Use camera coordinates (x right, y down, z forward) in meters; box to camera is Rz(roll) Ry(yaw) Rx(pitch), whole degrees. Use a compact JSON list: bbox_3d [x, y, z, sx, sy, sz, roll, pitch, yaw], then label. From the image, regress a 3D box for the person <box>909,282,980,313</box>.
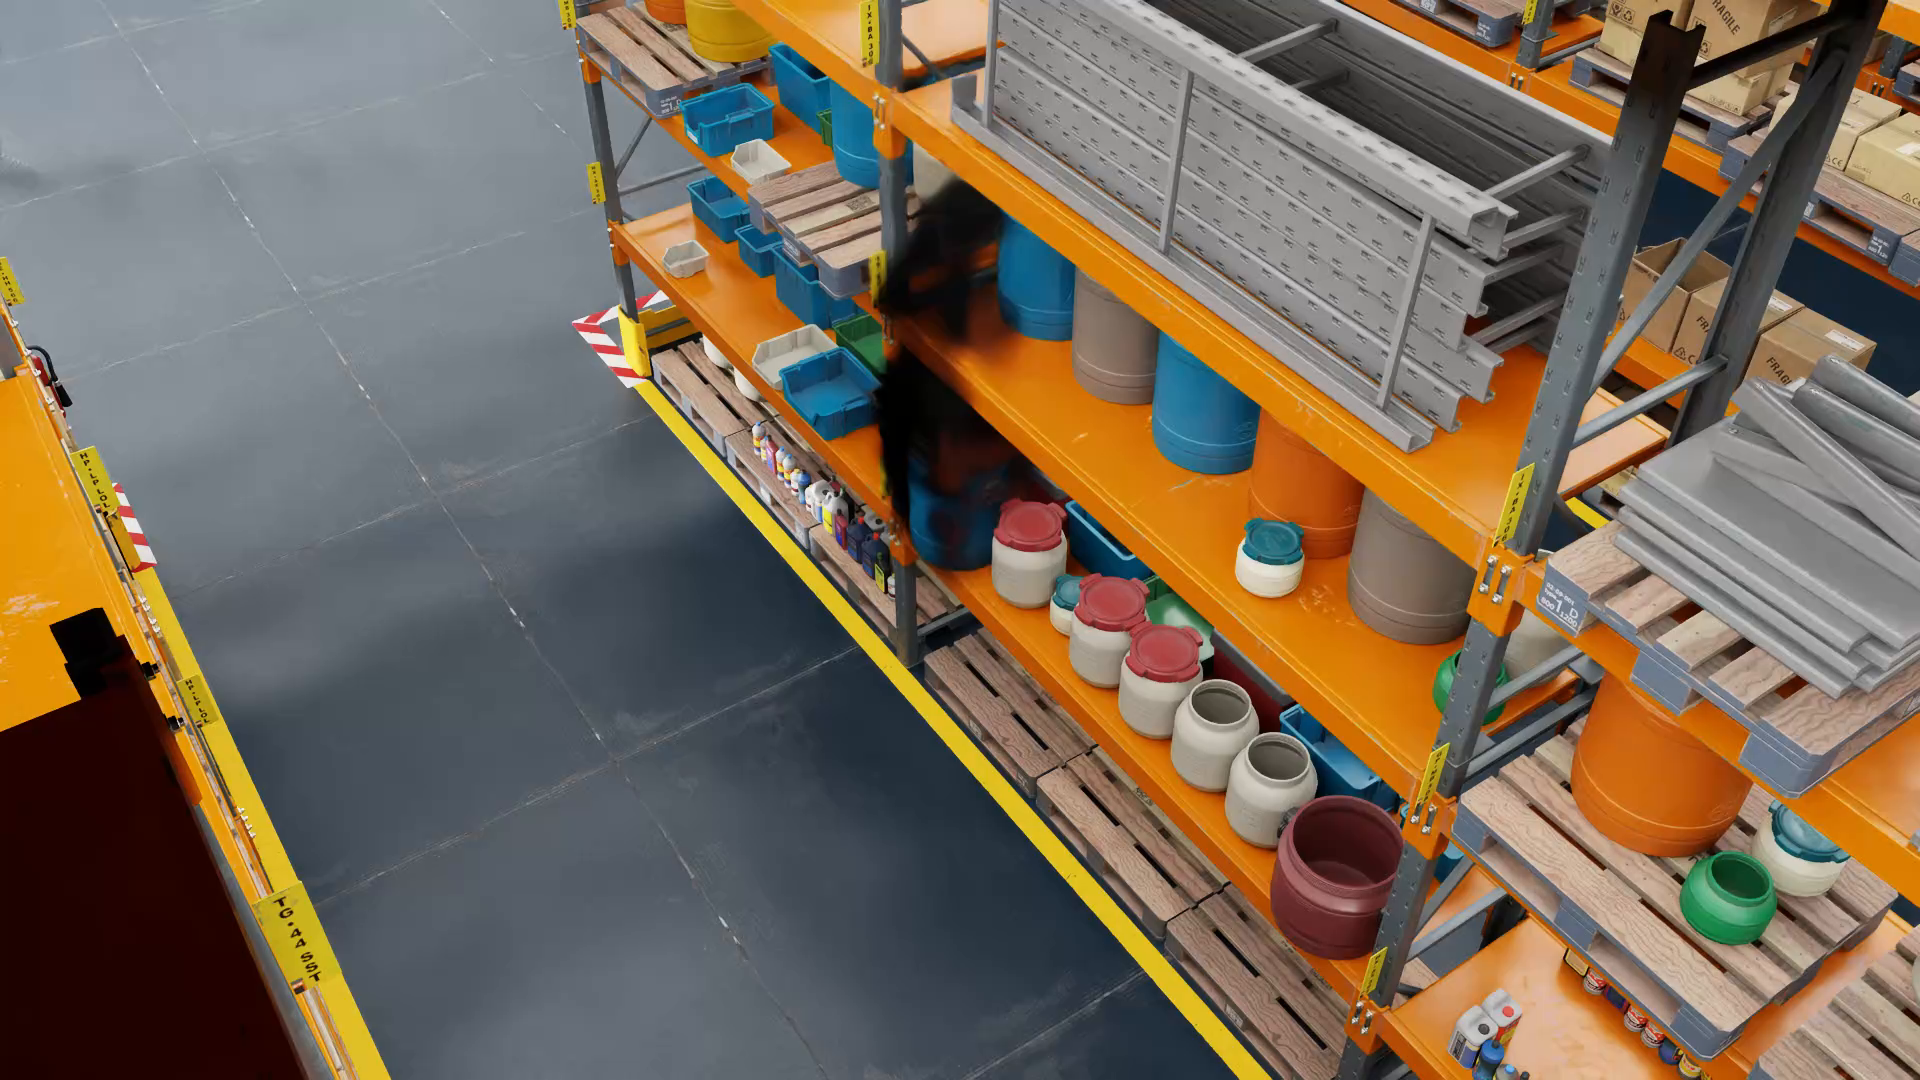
[{"bbox_3d":[-0.172,-2.380,12.588,0.856,1.813,0.701,30,50,28],"label":"person"}]
